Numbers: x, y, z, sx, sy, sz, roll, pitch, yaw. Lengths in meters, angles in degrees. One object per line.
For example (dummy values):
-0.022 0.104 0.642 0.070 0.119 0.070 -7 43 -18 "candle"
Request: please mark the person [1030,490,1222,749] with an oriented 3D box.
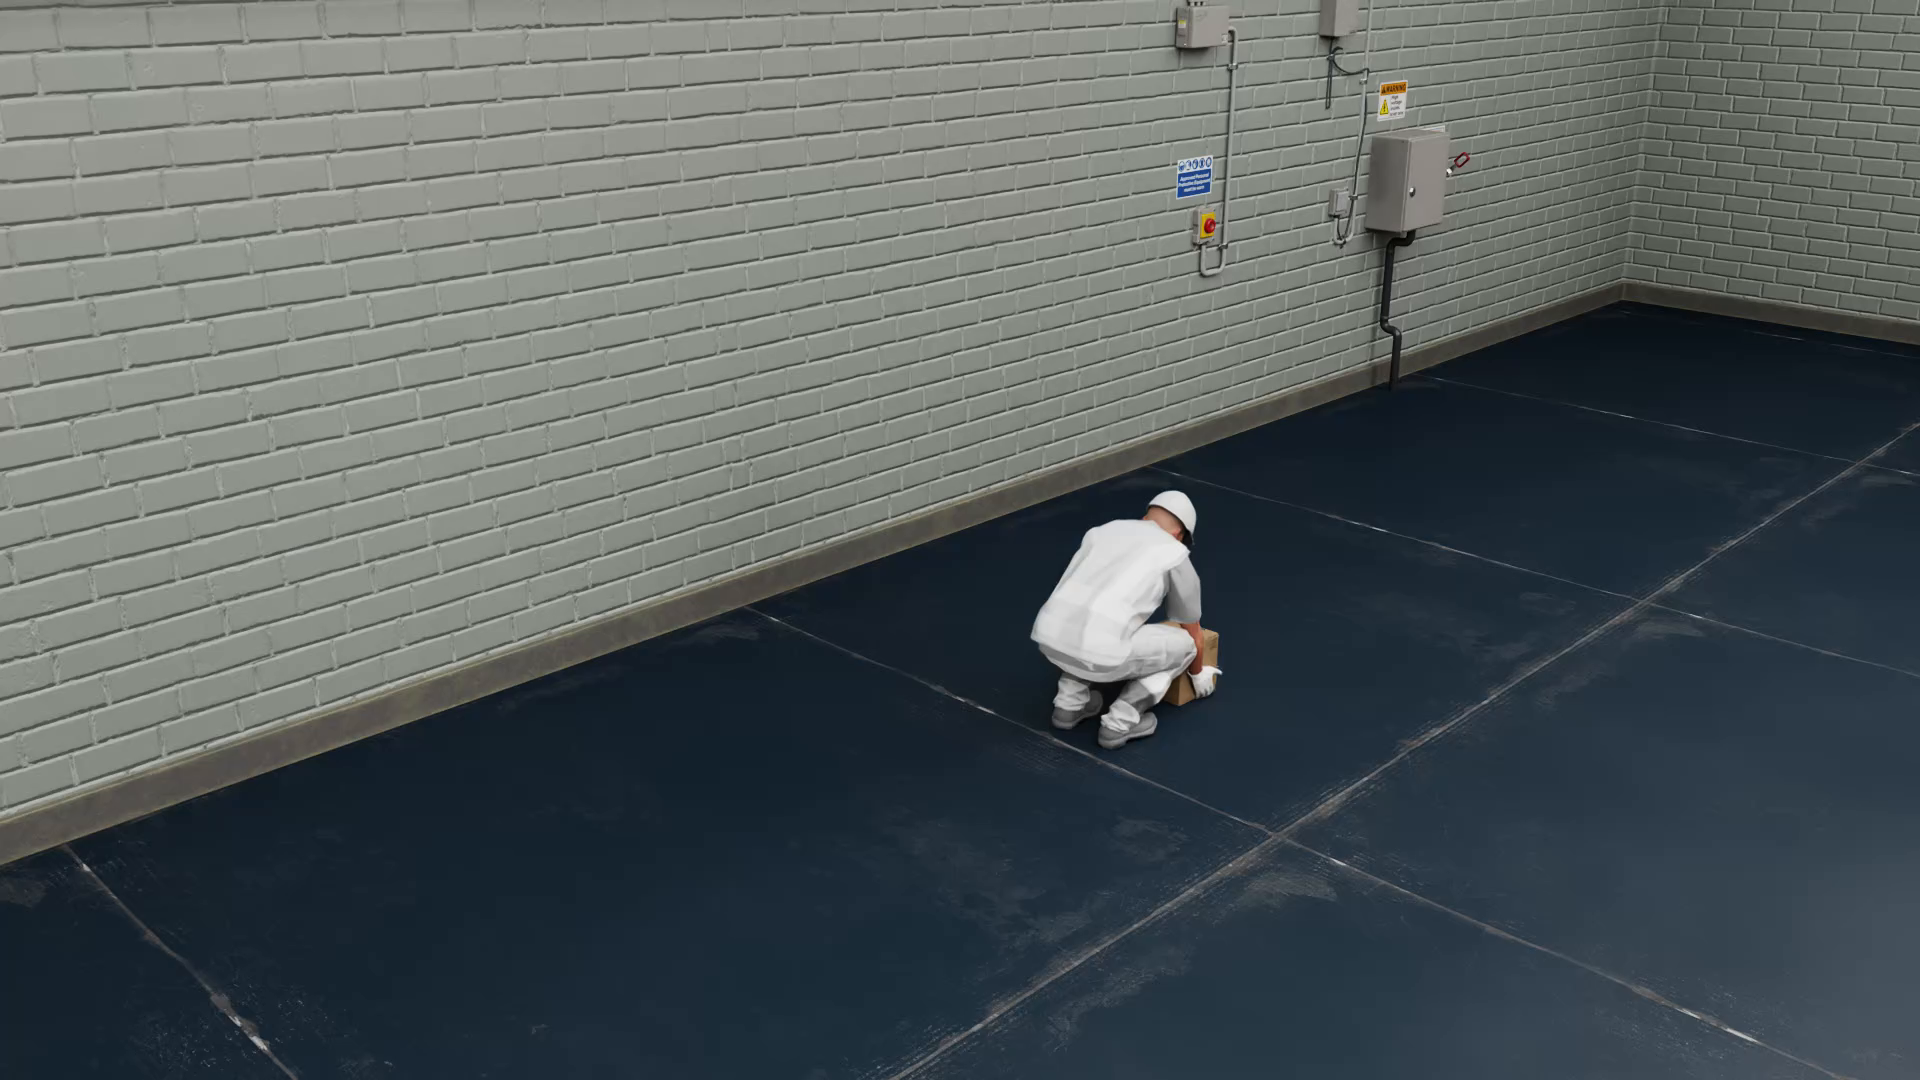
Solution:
0.654 0.310 6.580 0.564 0.877 0.891 19 27 41 "person"
